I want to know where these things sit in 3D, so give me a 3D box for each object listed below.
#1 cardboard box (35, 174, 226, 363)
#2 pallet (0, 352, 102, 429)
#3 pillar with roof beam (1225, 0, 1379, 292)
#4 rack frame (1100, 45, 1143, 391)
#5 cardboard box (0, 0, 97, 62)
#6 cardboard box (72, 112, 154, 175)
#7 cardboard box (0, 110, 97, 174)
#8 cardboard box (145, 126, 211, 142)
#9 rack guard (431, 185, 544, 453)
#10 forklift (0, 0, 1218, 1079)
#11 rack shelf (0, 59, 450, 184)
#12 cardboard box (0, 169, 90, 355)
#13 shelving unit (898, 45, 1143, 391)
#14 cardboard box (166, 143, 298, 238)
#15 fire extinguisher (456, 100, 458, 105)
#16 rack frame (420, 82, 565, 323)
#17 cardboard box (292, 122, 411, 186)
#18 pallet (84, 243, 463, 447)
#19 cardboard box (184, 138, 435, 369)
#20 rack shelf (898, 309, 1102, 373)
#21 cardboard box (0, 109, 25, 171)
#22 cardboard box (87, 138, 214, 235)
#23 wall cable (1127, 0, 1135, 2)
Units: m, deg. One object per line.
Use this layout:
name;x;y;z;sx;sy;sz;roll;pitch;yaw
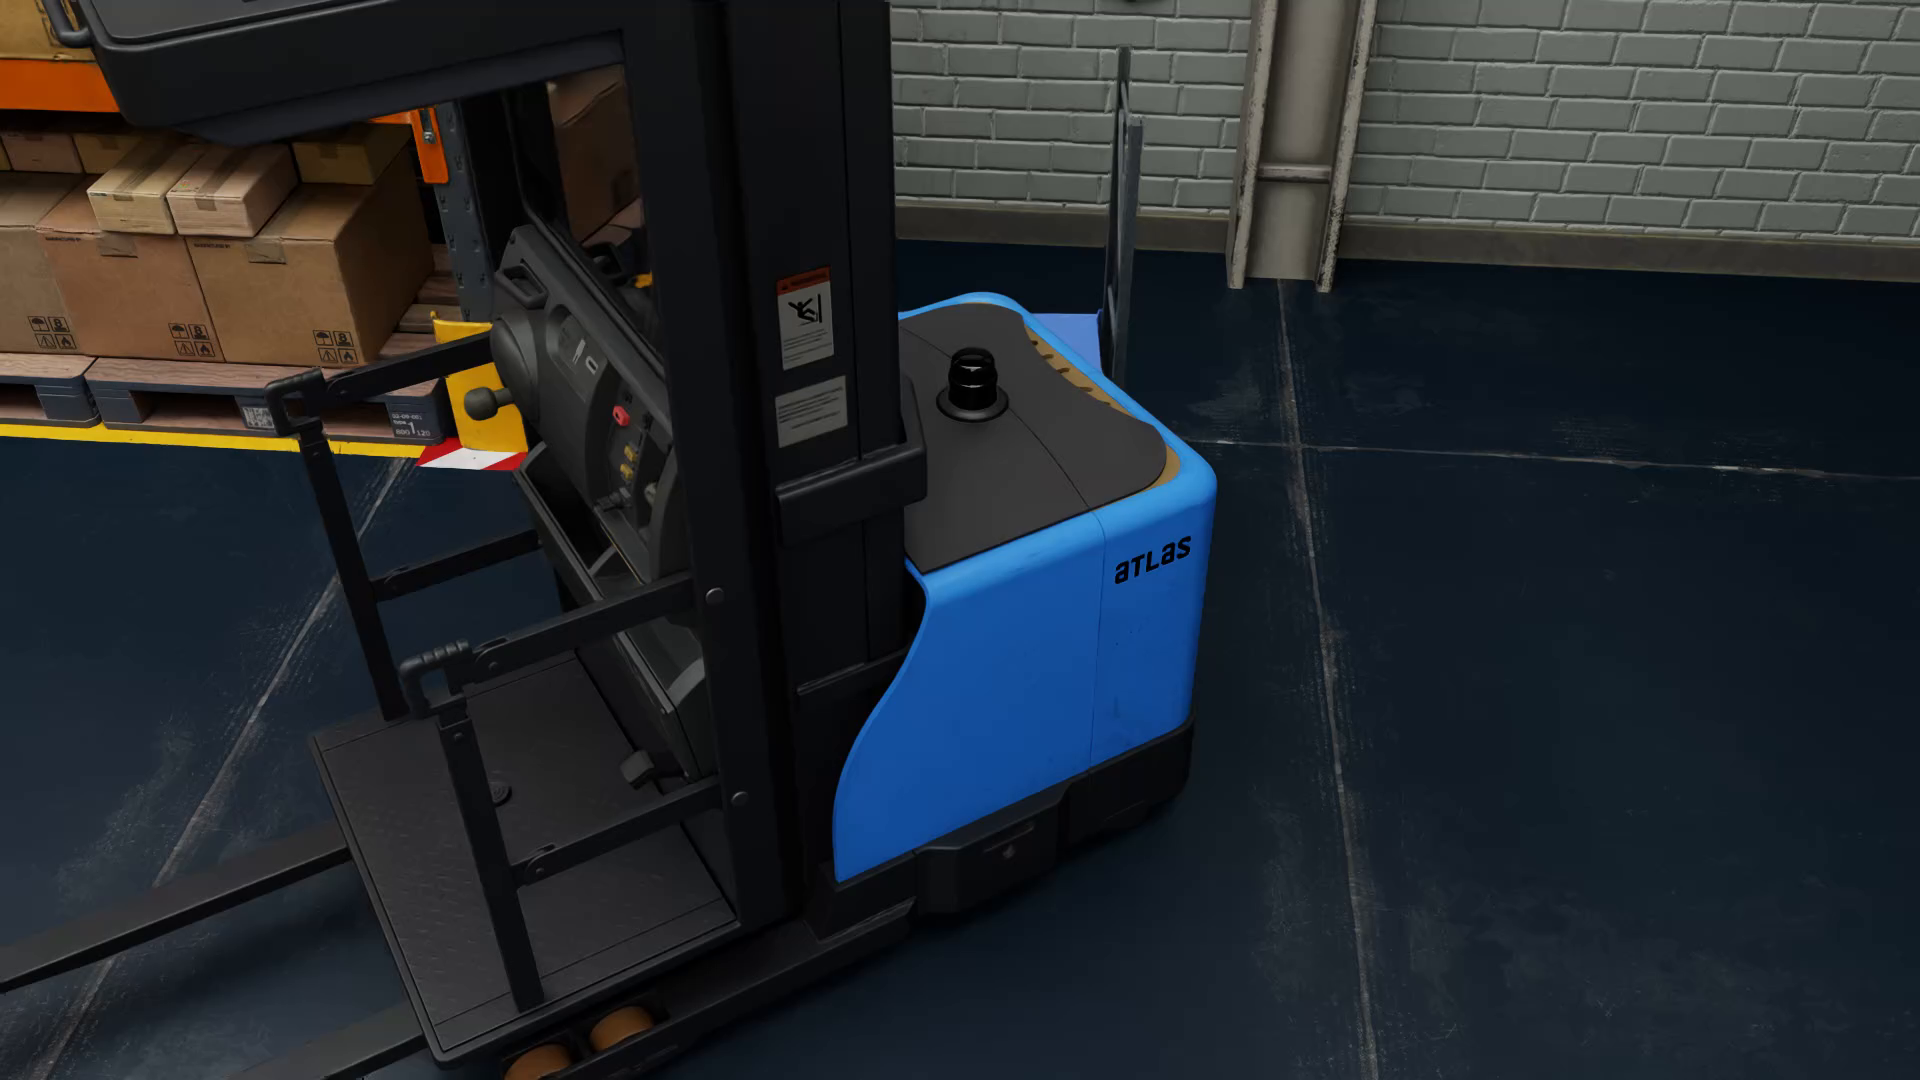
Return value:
cardboard box;-2.717;-1.026;5.782;0.500;0.500;0.700;3;39;4
pallet;-3.528;-0.811;6.080;1.213;0.211;1.003;3;39;4
pillar with roof beam;0.881;-1.847;0.390;0.400;9.000;9.100;3;39;4
rack frame;0.445;-0.609;4.810;0.032;1.500;0.500;0;39;1
cardboard box;-2.747;-2.001;5.095;0.700;0.700;0.980;3;39;3
cardboard box;-2.831;-1.411;5.741;0.250;0.149;0.380;3;39;4
cardboard box;-3.084;-1.424;5.757;0.250;0.149;0.380;4;39;4
cardboard box;-2.581;-1.397;5.724;0.250;0.149;0.380;3;39;4
rack guard;-1.488;-0.860;5.910;0.348;0.500;1.175;3;39;4
forklift;-0.929;-0.242;3.225;3.031;2.935;1.130;-21;43;-23
rack shelf;-3.505;-1.660;5.484;4.000;0.370;1.077;3;39;4
cardboard box;-3.218;-1.053;5.815;0.500;0.500;0.700;2;39;2
shelving unit;-0.063;-0.613;4.815;1.048;1.500;0.538;0;39;1
cardboard box;-2.362;-1.143;5.412;0.250;0.149;0.380;3;39;3
fire extinguisher;-1.402;-1.357;4.898;0.183;0.674;0.296;3;39;4
rack frame;-1.512;-1.831;5.123;0.127;3.000;1.000;3;39;4
cardboard box;-2.076;-1.370;5.690;0.250;0.149;0.380;3;39;4
pallet;-2.316;-0.743;5.996;1.213;0.211;1.003;3;39;4
cardboard box;-2.218;-0.999;5.749;0.500;0.500;0.700;3;39;4
rack shelf;-0.063;-0.474;4.929;1.000;0.185;0.538;0;39;1
cardboard box;-3.340;-1.438;5.774;0.250;0.149;0.380;4;39;4
cardboard box;-2.617;-1.157;5.428;0.250;0.149;0.380;4;39;5
wall cable;-0.155;-2.750;5.447;1.851;1.984;0.084;3;39;4
